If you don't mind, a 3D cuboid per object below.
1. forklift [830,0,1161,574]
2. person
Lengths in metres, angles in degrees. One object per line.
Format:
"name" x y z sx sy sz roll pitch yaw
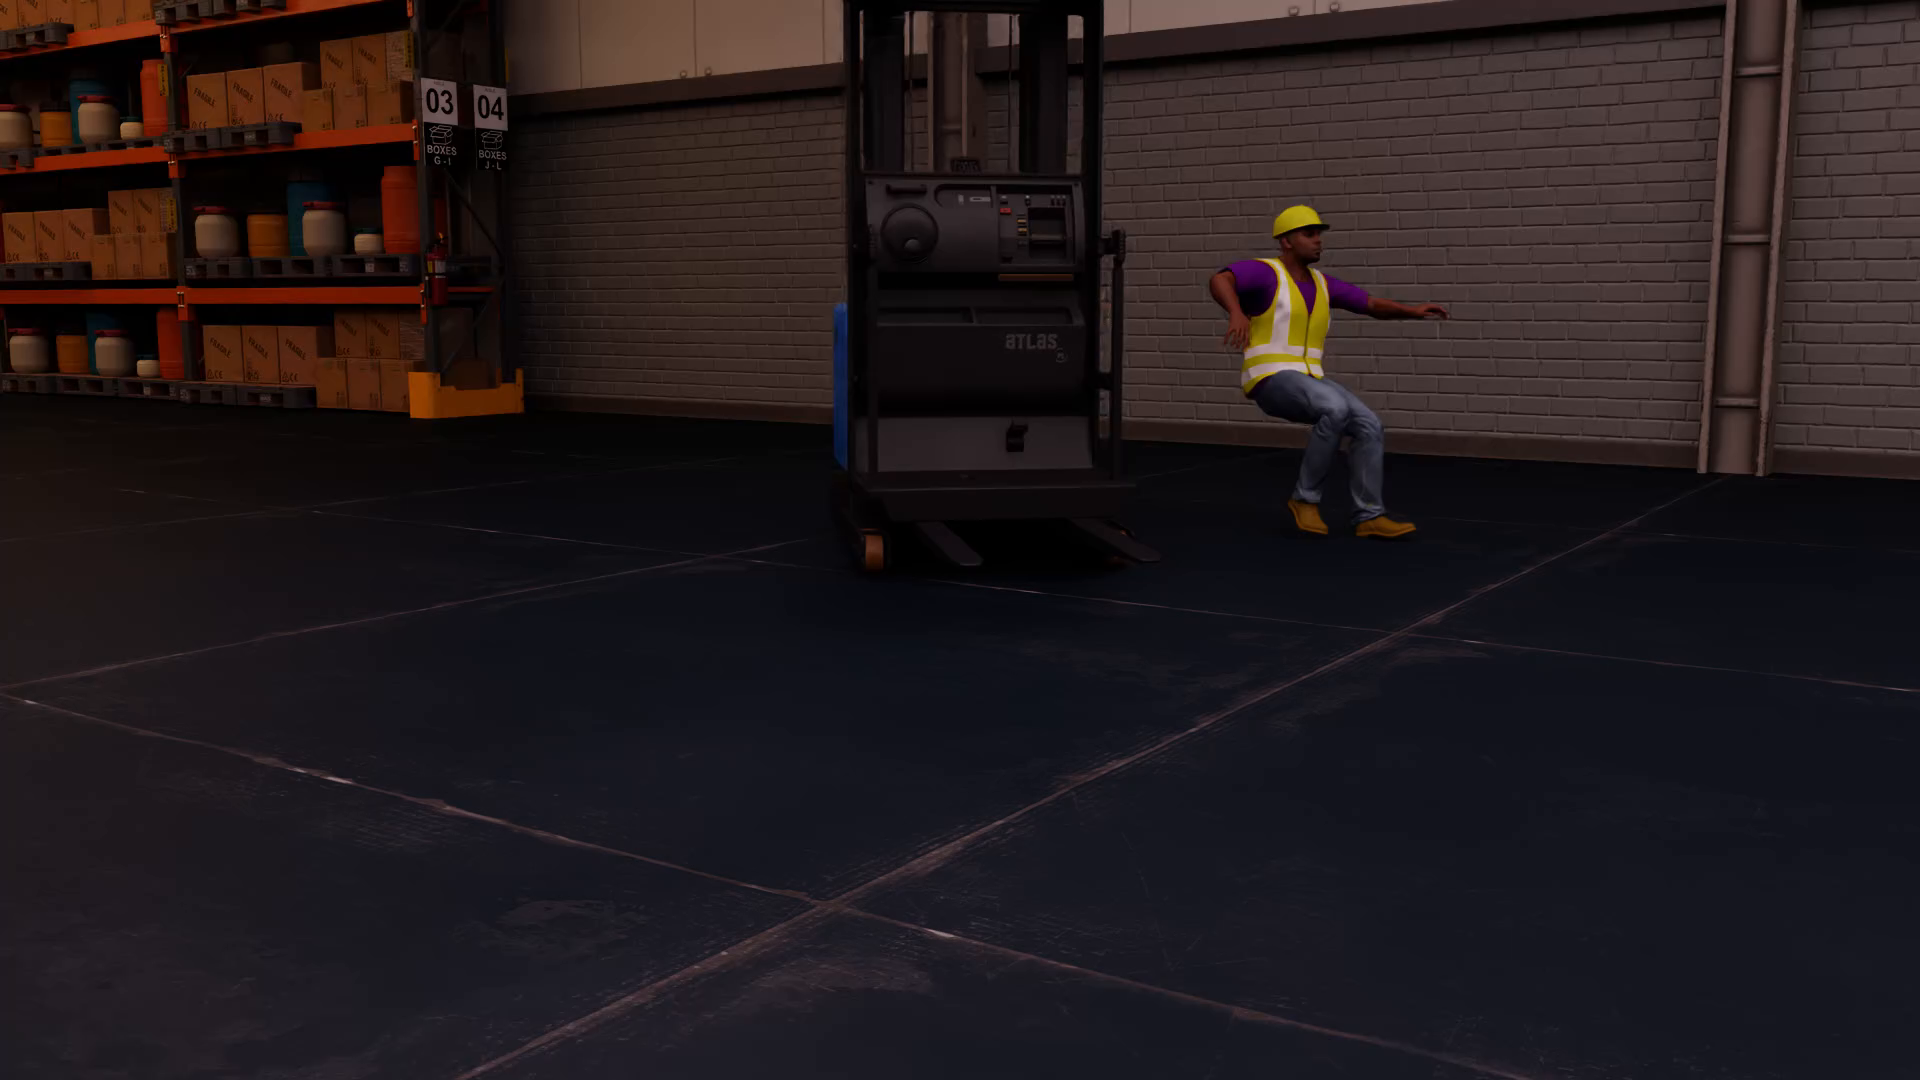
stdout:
"forklift" 0.101 -1.366 6.800 1.130 2.935 3.031 -1 8 -9
"person" 1.677 -0.773 7.646 1.126 1.534 0.892 -7 11 -41
